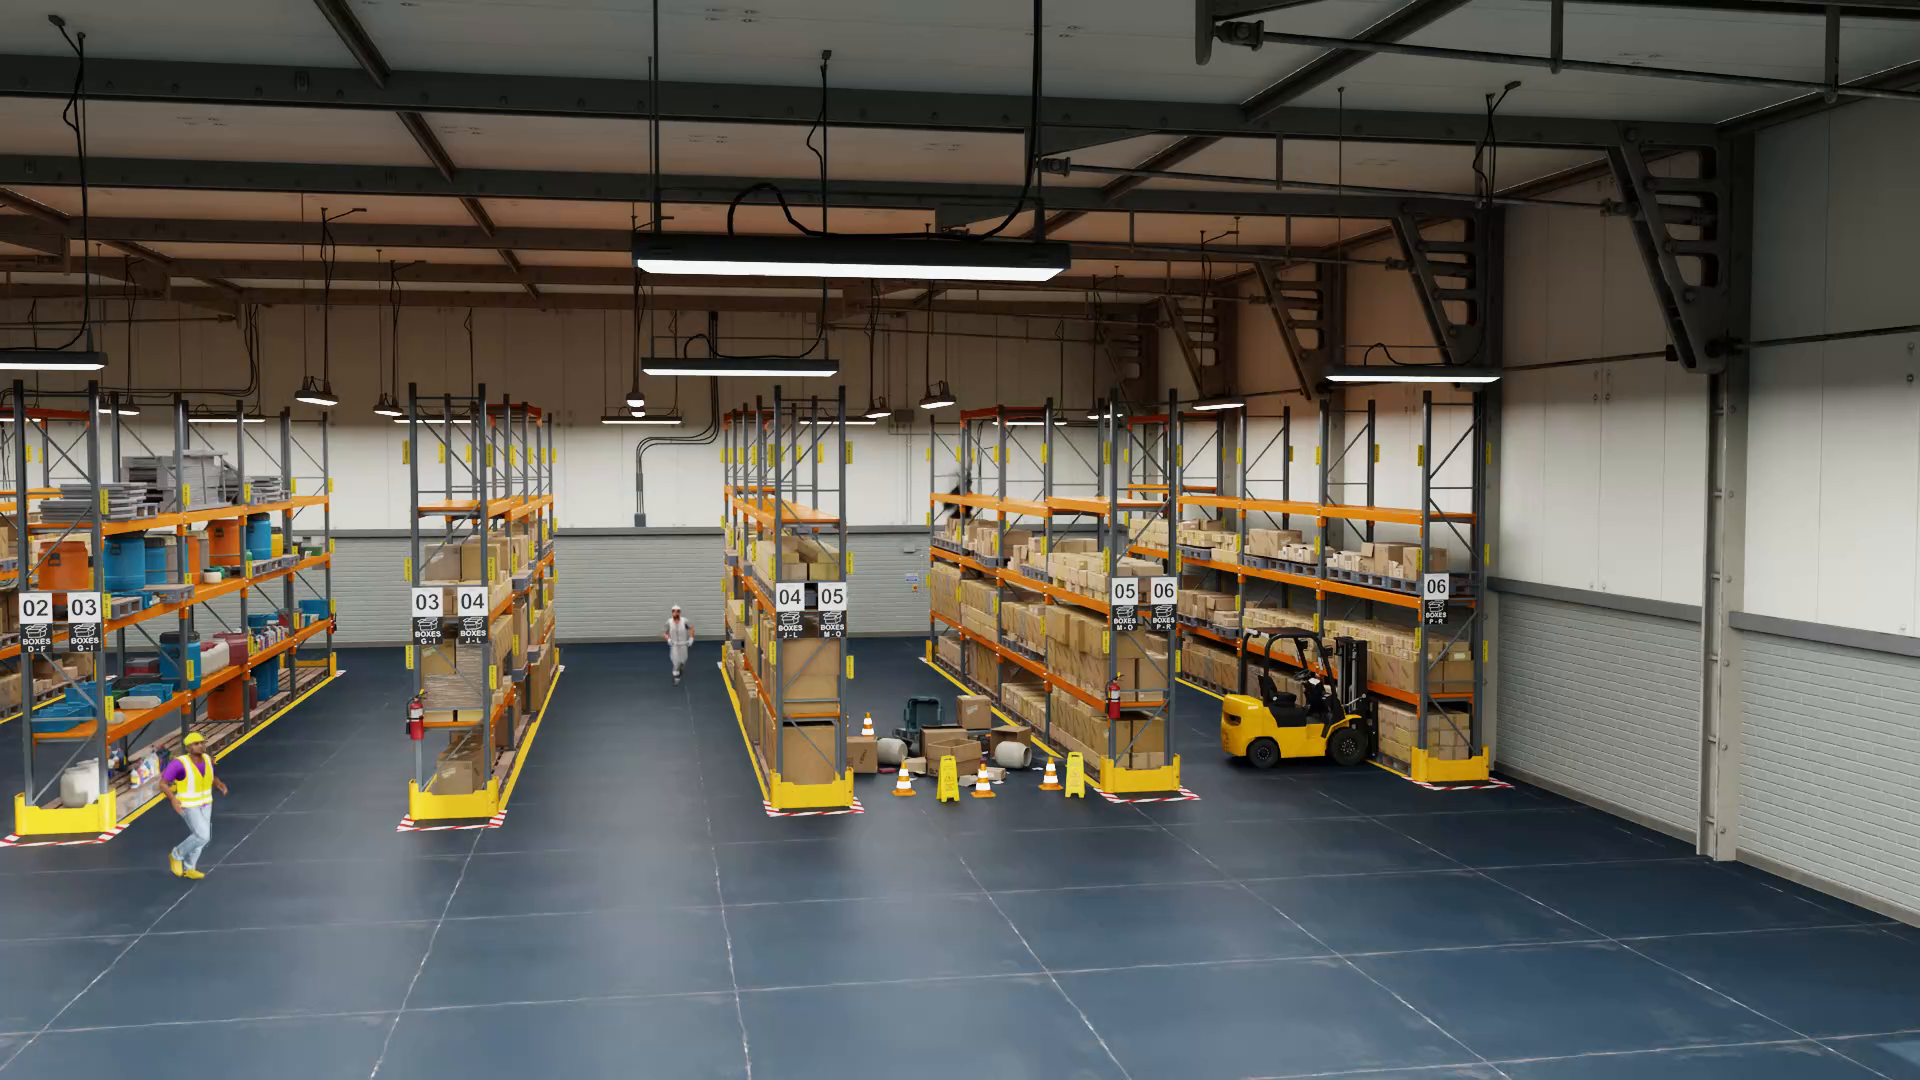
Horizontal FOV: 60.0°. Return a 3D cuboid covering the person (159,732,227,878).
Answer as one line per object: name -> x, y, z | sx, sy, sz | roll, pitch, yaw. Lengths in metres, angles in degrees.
person -> -9.015, 3.137, 19.680 | 0.594, 1.729, 0.681 | 1, 3, 21

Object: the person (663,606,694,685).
person -> -6.143, 2.298, 36.272 | 0.677, 1.742, 0.673 | 0, 3, -8
